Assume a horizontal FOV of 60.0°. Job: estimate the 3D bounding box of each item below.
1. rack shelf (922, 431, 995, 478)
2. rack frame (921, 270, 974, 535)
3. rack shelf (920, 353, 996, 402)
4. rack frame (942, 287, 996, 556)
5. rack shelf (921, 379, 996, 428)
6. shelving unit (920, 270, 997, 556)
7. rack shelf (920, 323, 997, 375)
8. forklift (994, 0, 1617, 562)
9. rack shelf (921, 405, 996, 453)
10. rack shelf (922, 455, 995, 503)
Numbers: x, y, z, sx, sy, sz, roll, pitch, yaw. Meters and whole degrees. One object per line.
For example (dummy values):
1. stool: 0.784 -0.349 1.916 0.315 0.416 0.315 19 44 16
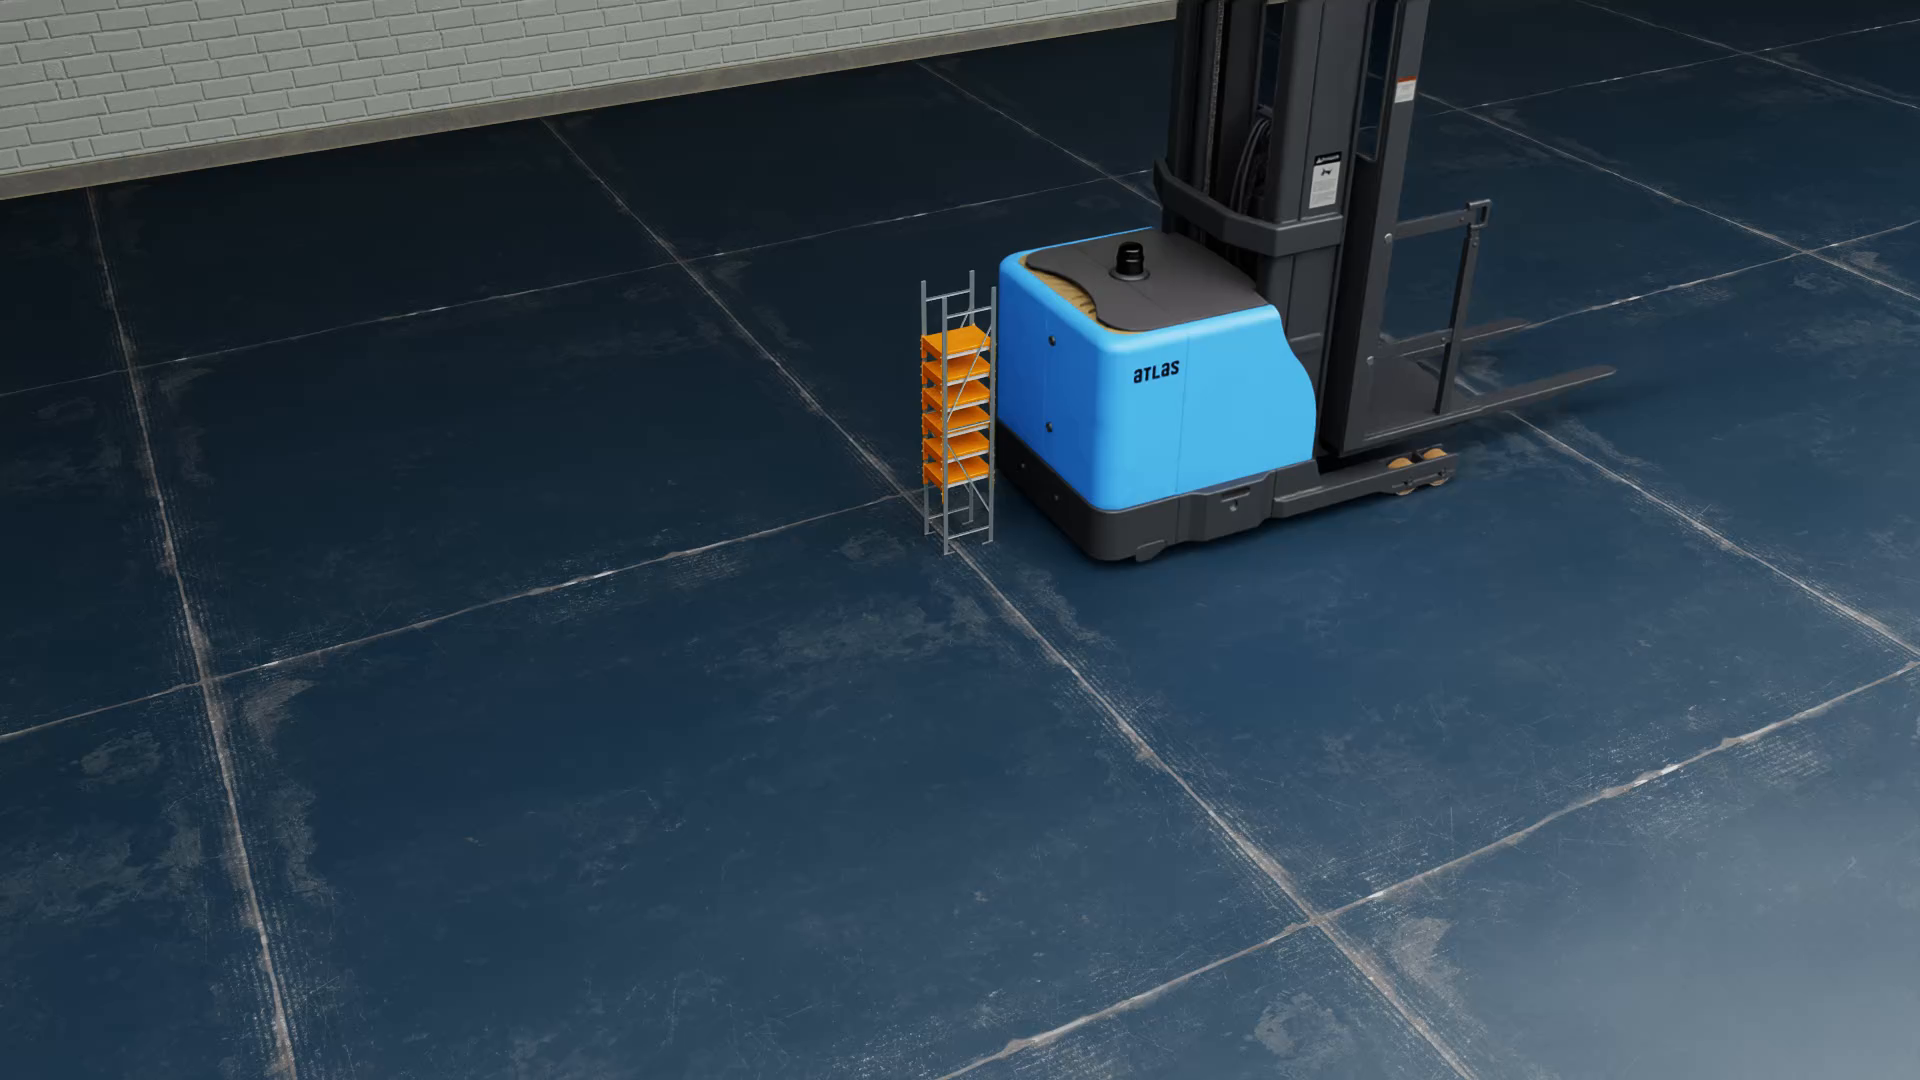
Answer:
1. rack shelf: -0.007 -0.374 7.026 0.258 0.103 0.180 -16 36 -23
2. rack frame: -0.049 -0.556 7.005 0.240 1.200 0.006 -16 36 -23
3. rack shelf: -0.007 -0.677 6.832 0.258 0.103 0.180 -16 36 -23
4. rack frame: 0.036 -0.468 6.869 0.240 1.200 0.006 -16 36 -23
5. rack shelf: -0.007 -0.576 6.896 0.258 0.103 0.180 -16 36 -23
6. shelving unit: -0.007 -0.512 6.937 0.258 1.200 0.189 -16 36 -23
7. rack shelf: -0.007 -0.778 6.767 0.258 0.103 0.180 -16 36 -23
8. forklift: 1.709 -1.678 7.153 3.031 2.935 1.130 -15 35 -22
9. rack shelf: -0.007 -0.475 6.961 0.258 0.103 0.180 -16 36 -23
10. rack shelf: -0.007 -0.273 7.091 0.258 0.103 0.180 -16 36 -23
